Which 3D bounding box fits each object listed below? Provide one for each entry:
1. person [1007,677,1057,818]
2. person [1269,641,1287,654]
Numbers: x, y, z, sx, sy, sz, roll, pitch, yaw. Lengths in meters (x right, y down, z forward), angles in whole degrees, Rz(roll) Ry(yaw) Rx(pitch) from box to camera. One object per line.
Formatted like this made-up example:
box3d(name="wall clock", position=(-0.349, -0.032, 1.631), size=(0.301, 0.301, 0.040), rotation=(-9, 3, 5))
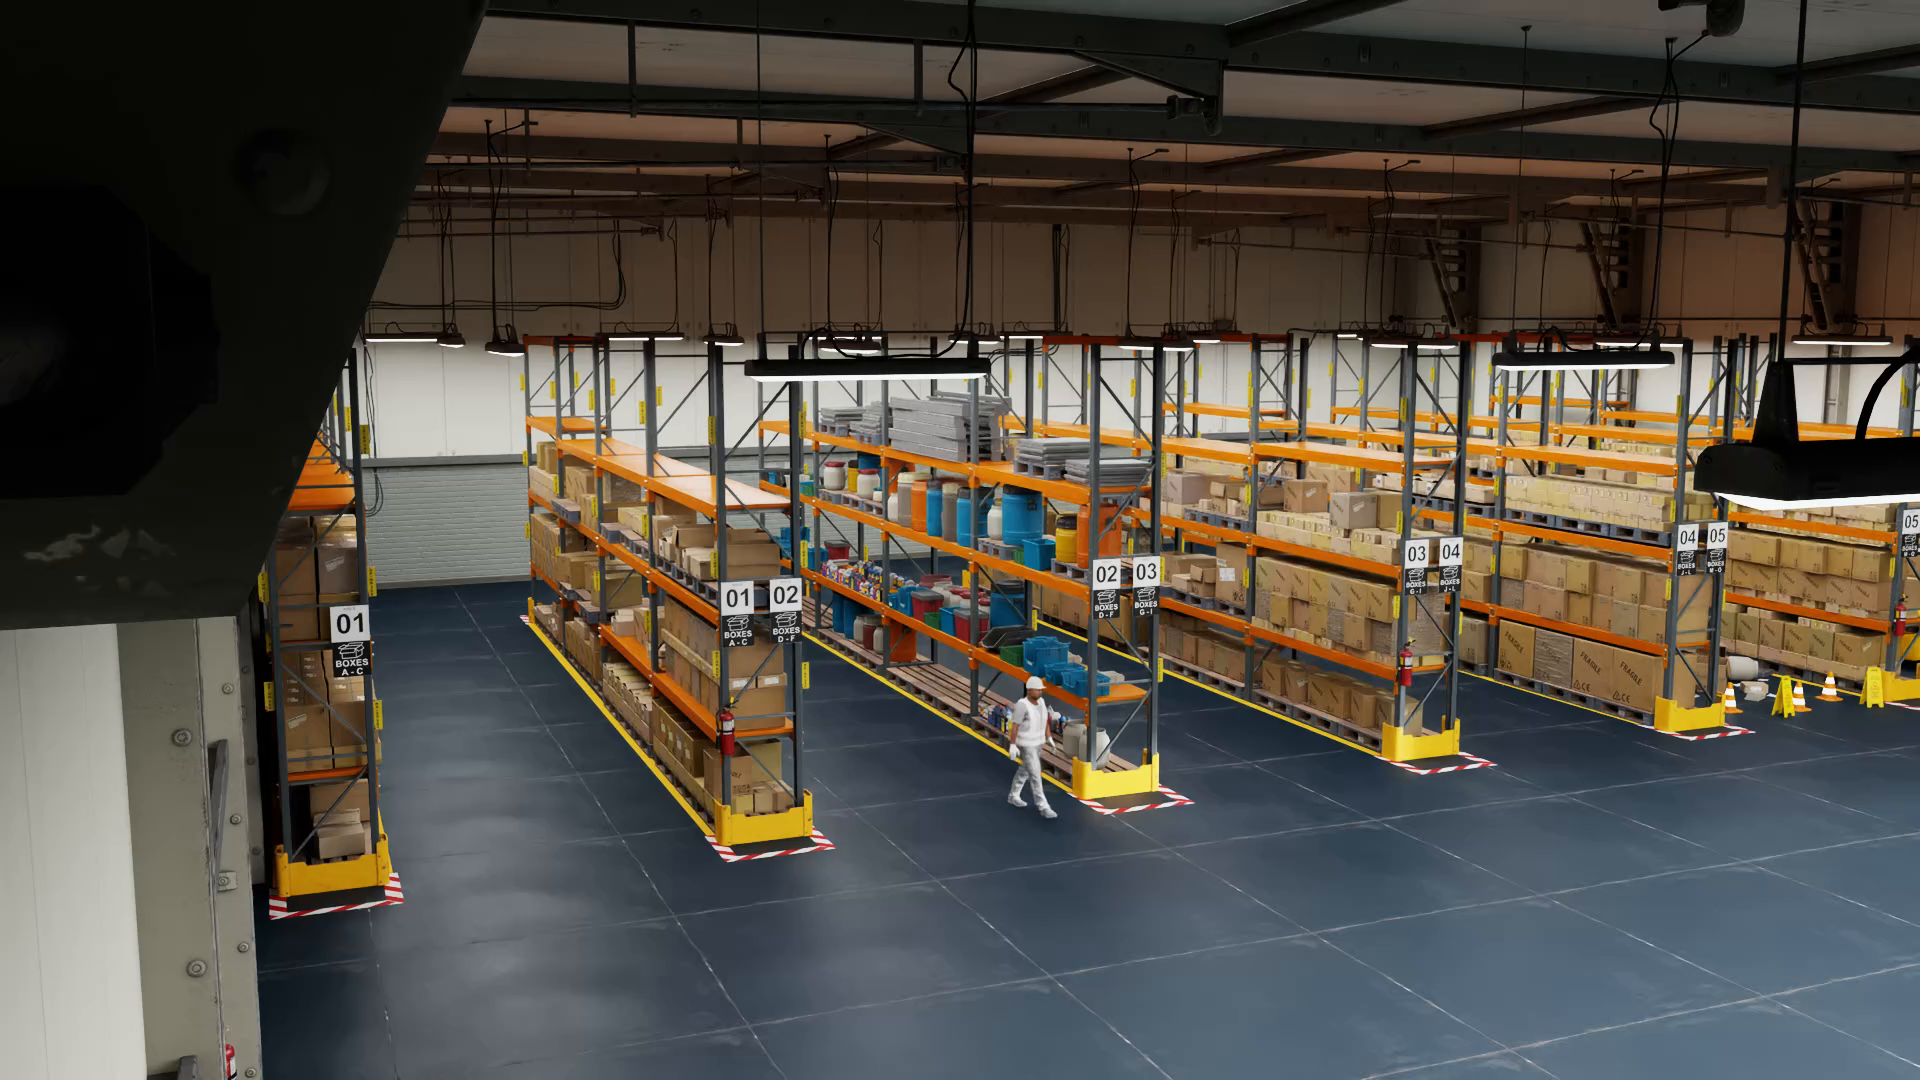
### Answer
box3d(name="person", position=(0.976, 2.617, 21.291), size=(0.942, 1.735, 0.612), rotation=(5, 9, 35))
box3d(name="person", position=(5.743, 1.506, 30.238), size=(0.542, 1.656, 0.497), rotation=(-2, 8, -15))
